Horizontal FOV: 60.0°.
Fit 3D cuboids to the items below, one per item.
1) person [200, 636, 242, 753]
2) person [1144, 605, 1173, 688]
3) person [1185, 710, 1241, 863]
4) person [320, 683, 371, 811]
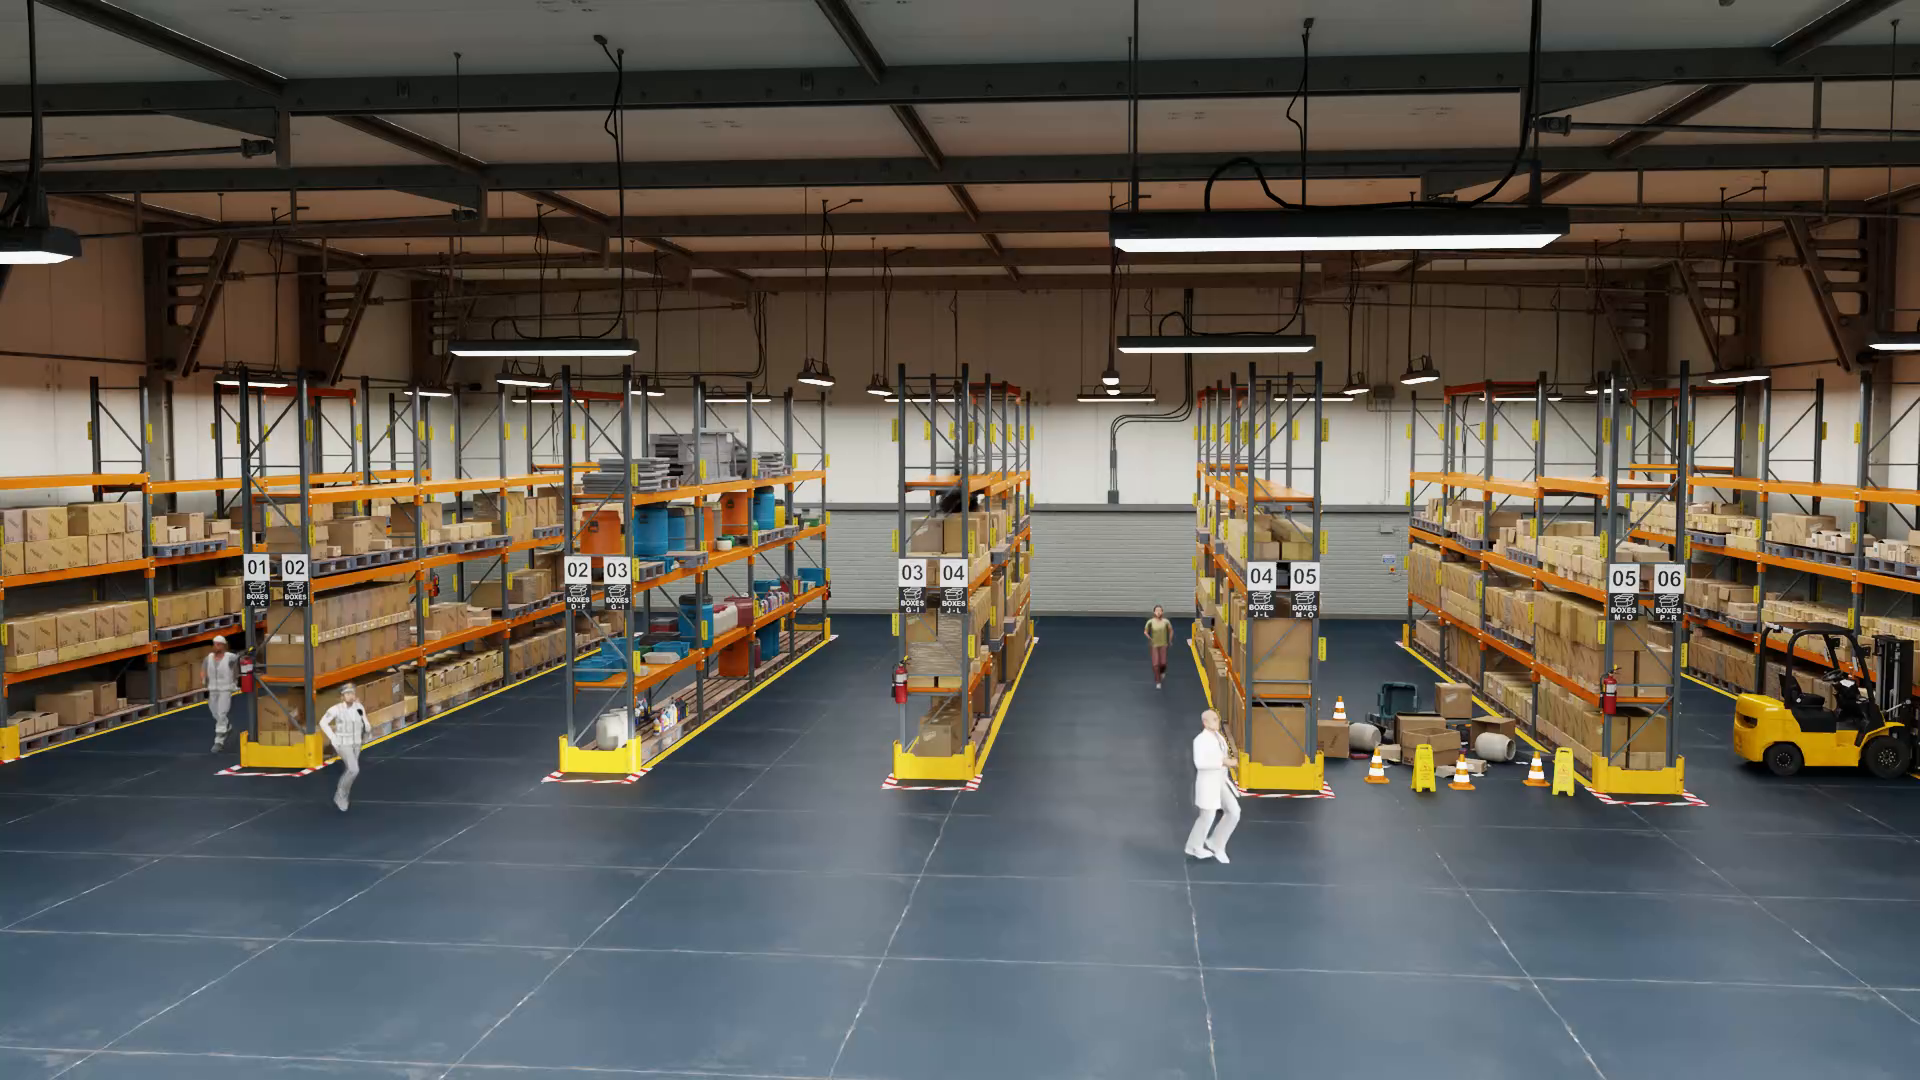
[{"bbox_3d":[-11.724,2.409,26.431,0.685,1.801,0.872,0,4,2],"label":"person"},{"bbox_3d":[3.912,2.097,32.748,0.581,1.627,0.558,0,4,5],"label":"person"},{"bbox_3d":[2.963,2.885,19.347,0.755,1.812,0.688,3,5,43],"label":"person"},{"bbox_3d":[-8.118,2.749,22.146,0.667,1.710,0.584,3,5,36],"label":"person"}]
